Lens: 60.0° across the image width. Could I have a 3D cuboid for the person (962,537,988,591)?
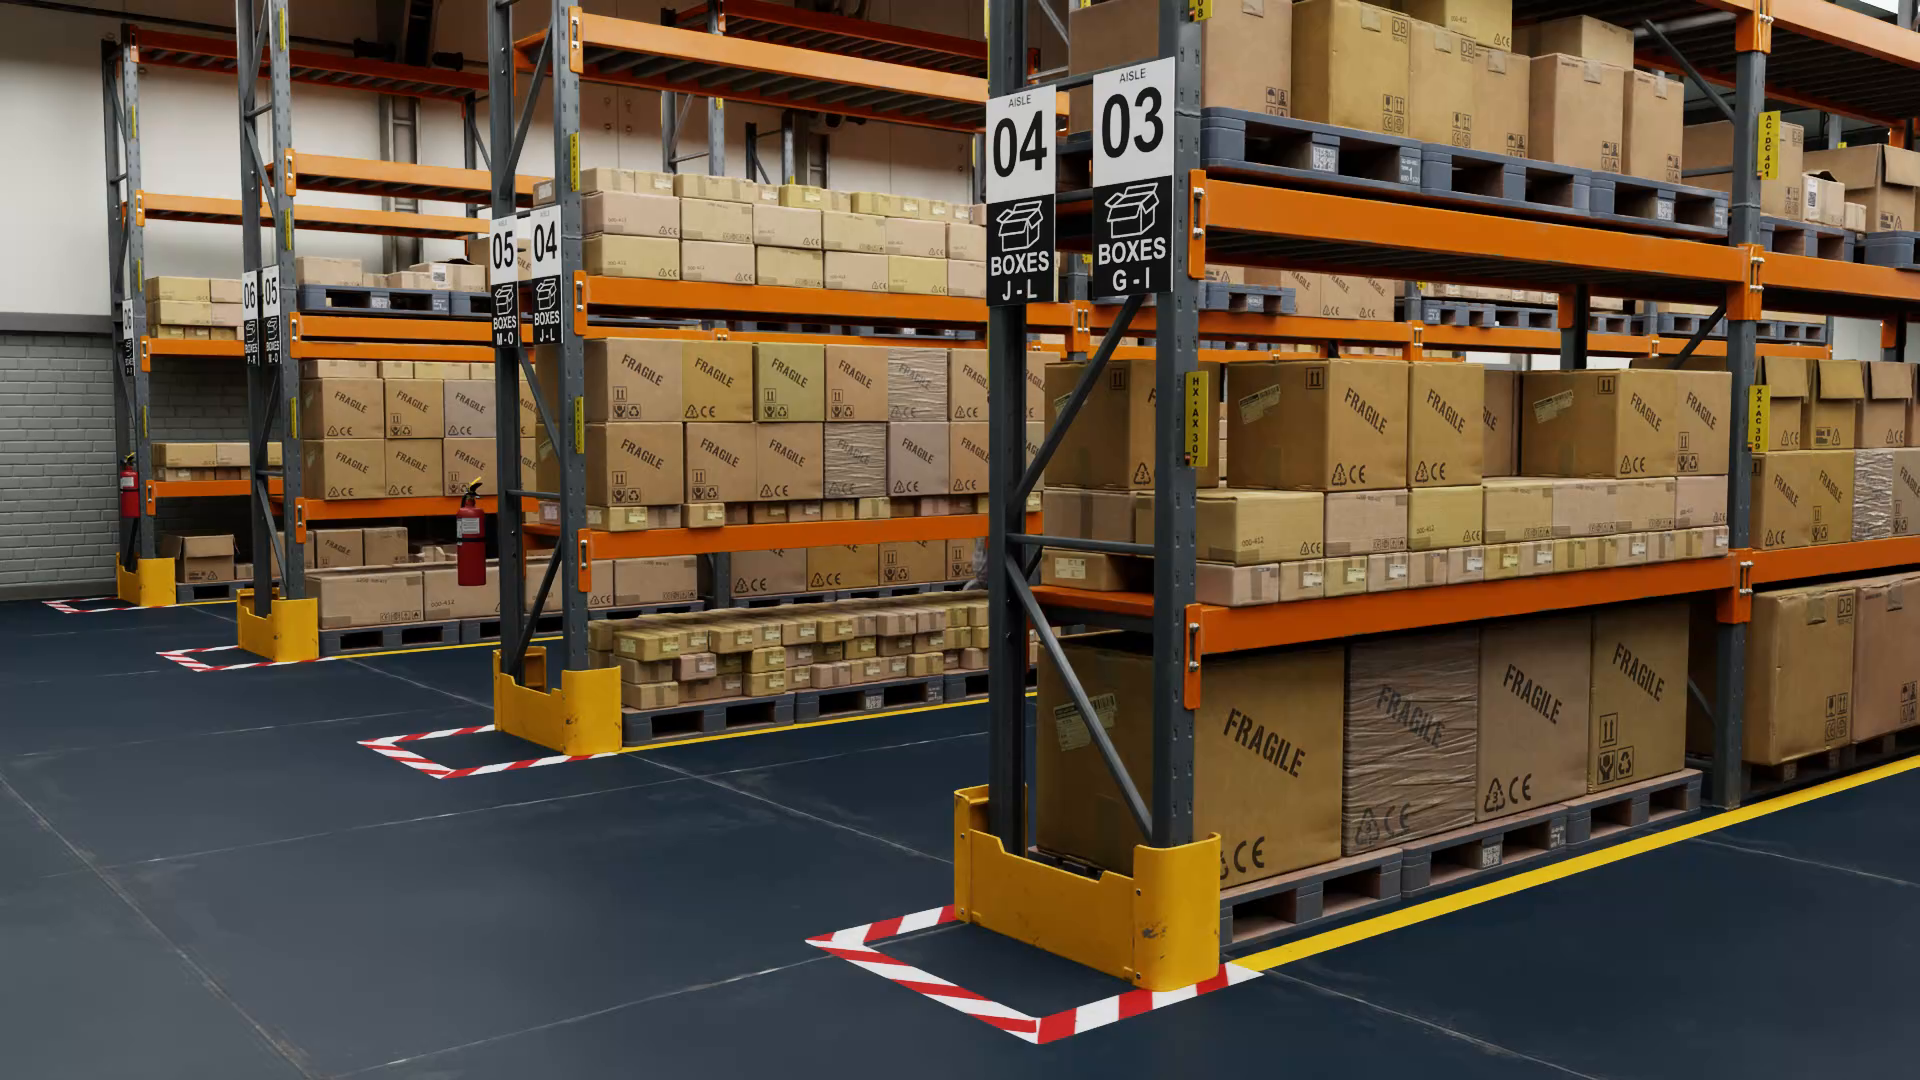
[{"bbox_3d":[0.315,-0.029,15.182,0.574,1.760,0.795,-3,5,-37],"label":"person"}]
